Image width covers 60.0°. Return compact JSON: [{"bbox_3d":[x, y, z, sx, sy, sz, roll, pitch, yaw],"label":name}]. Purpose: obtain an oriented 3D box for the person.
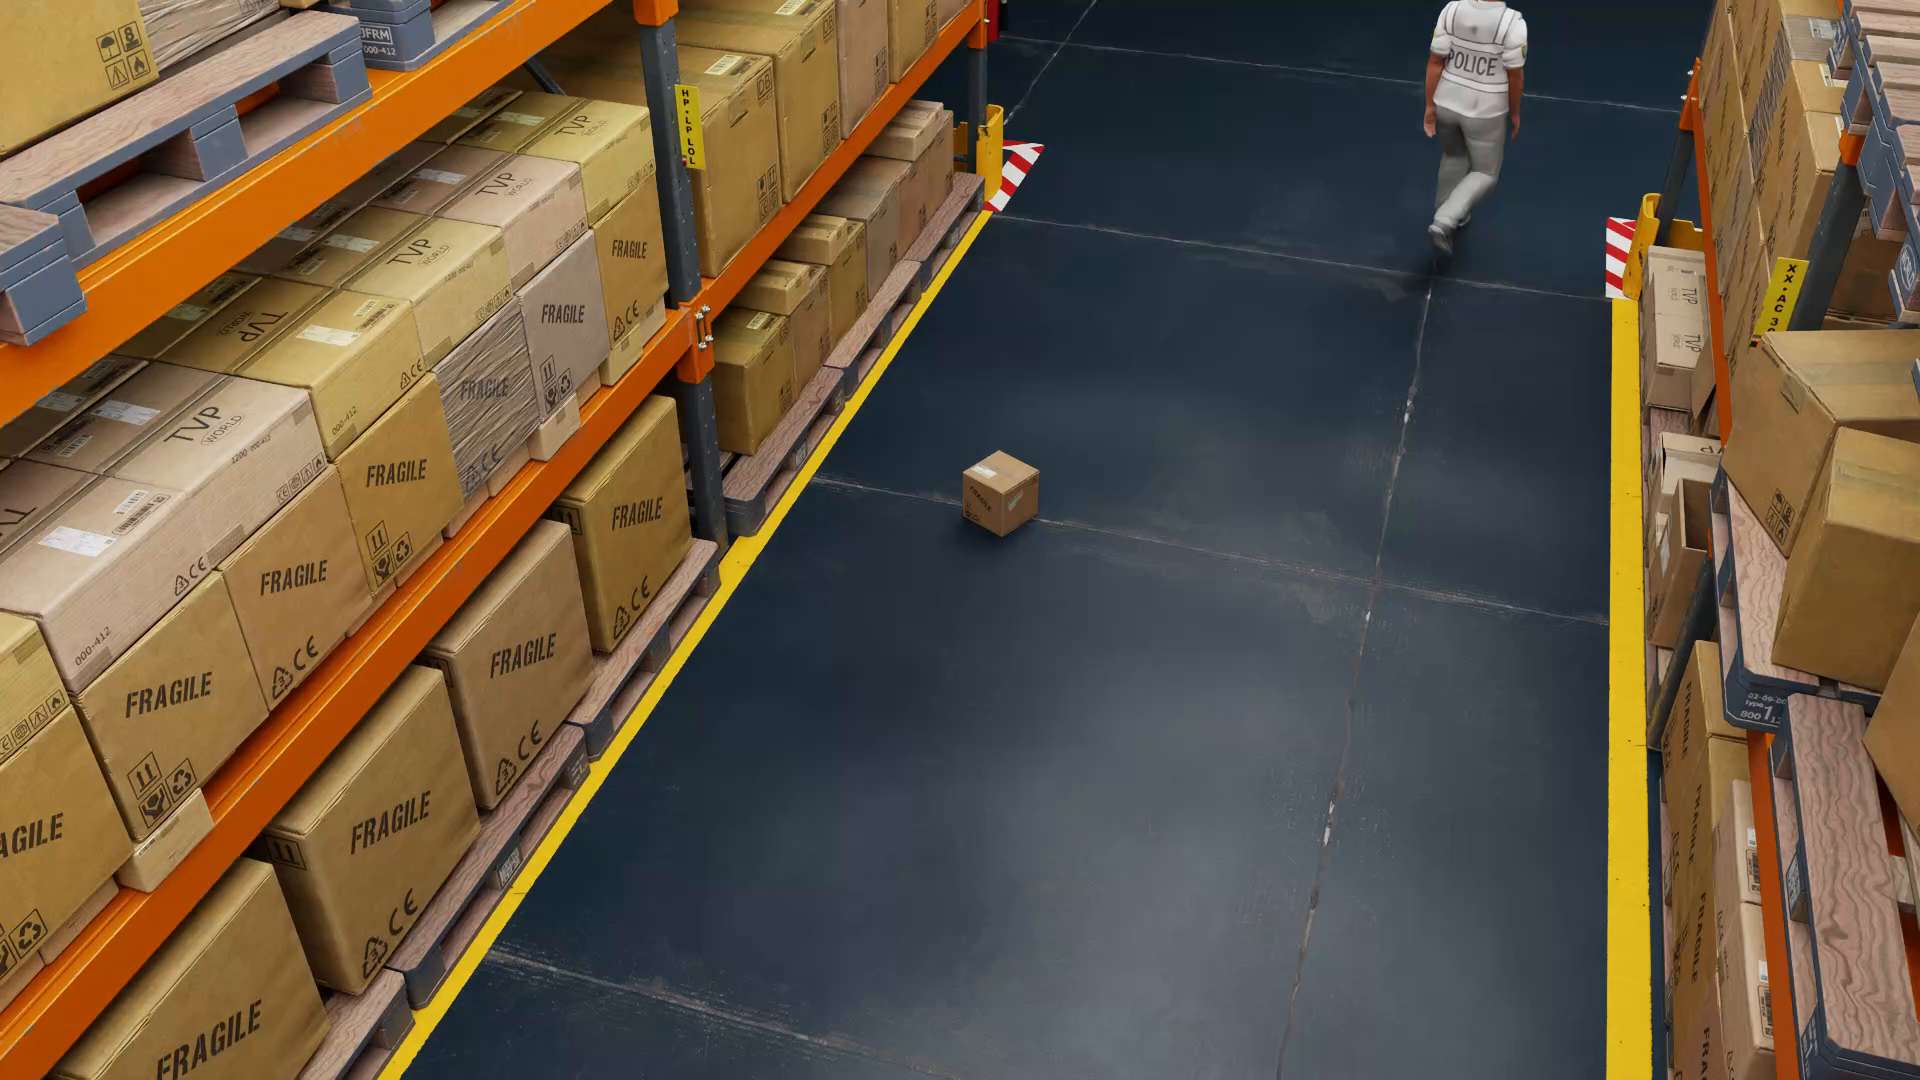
[{"bbox_3d":[2.888,-2.464,9.397,0.523,1.741,0.830,29,45,33],"label":"person"}]
